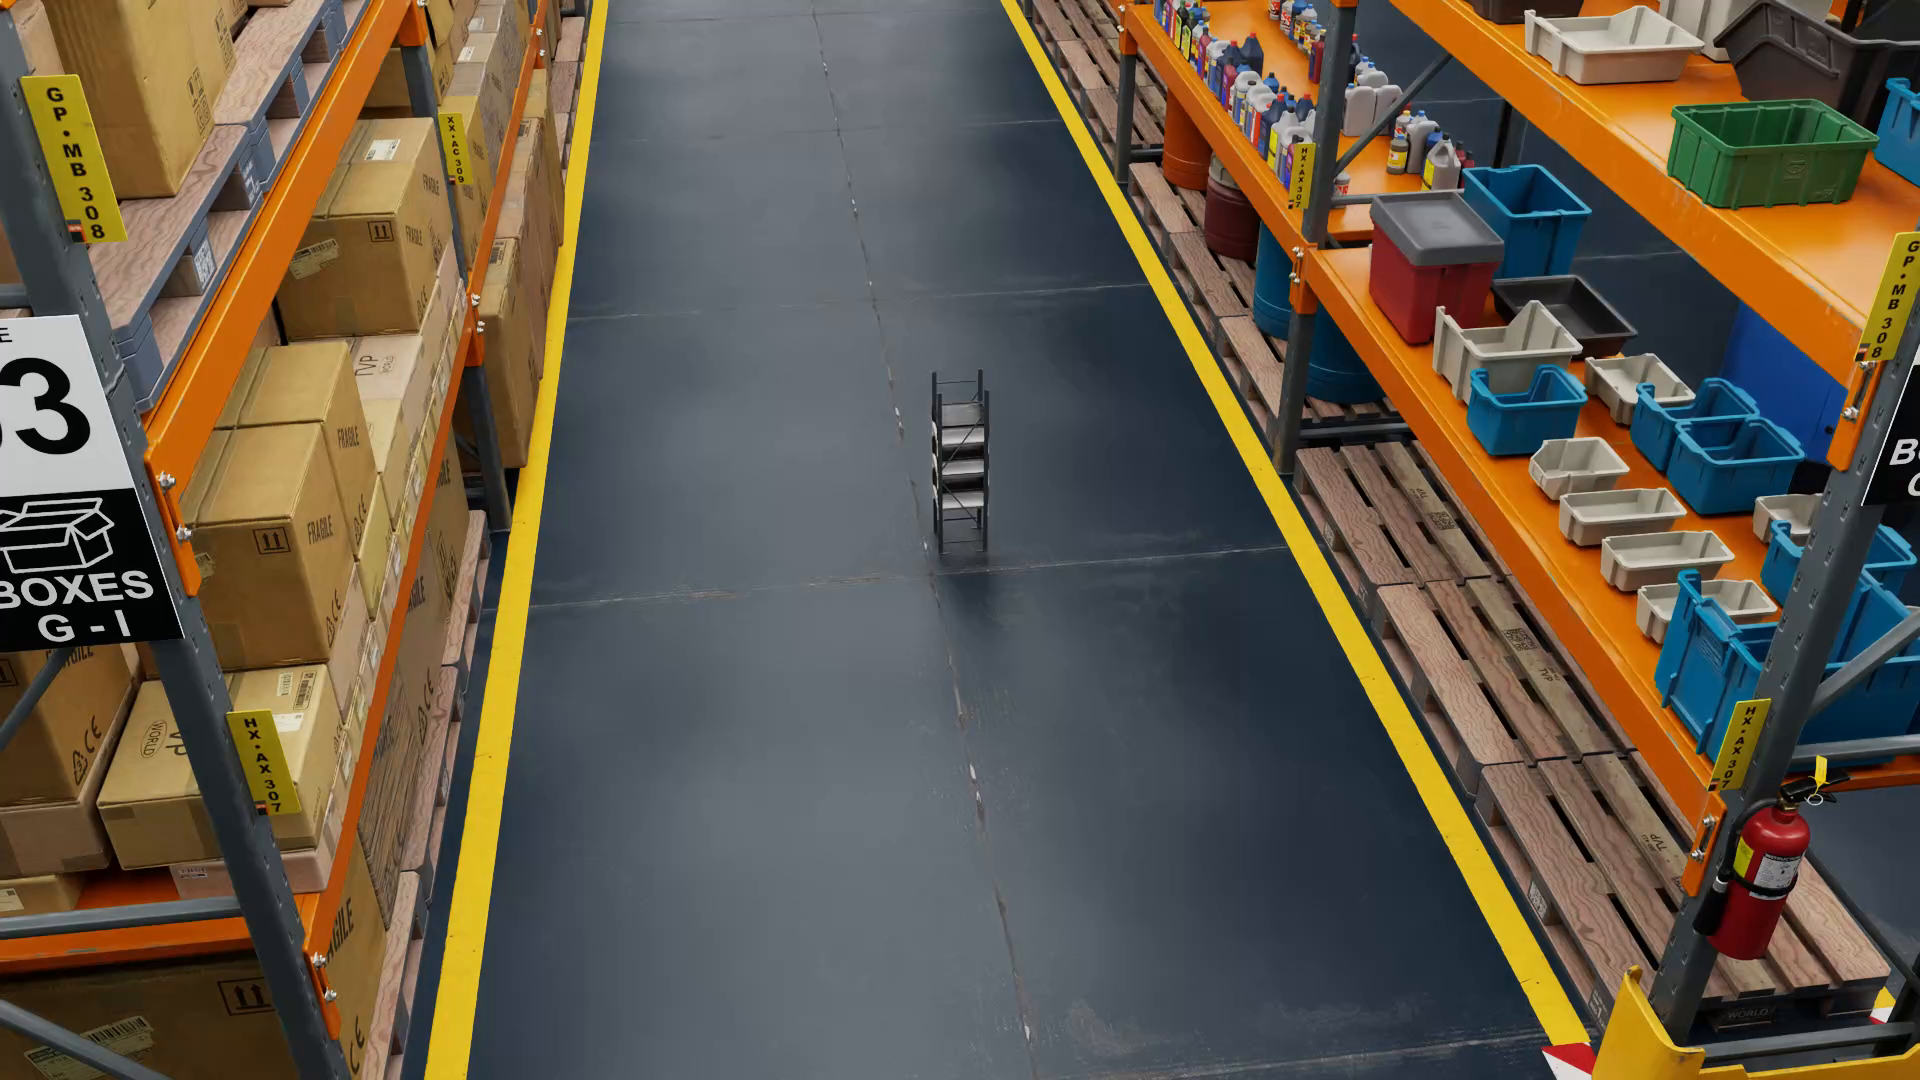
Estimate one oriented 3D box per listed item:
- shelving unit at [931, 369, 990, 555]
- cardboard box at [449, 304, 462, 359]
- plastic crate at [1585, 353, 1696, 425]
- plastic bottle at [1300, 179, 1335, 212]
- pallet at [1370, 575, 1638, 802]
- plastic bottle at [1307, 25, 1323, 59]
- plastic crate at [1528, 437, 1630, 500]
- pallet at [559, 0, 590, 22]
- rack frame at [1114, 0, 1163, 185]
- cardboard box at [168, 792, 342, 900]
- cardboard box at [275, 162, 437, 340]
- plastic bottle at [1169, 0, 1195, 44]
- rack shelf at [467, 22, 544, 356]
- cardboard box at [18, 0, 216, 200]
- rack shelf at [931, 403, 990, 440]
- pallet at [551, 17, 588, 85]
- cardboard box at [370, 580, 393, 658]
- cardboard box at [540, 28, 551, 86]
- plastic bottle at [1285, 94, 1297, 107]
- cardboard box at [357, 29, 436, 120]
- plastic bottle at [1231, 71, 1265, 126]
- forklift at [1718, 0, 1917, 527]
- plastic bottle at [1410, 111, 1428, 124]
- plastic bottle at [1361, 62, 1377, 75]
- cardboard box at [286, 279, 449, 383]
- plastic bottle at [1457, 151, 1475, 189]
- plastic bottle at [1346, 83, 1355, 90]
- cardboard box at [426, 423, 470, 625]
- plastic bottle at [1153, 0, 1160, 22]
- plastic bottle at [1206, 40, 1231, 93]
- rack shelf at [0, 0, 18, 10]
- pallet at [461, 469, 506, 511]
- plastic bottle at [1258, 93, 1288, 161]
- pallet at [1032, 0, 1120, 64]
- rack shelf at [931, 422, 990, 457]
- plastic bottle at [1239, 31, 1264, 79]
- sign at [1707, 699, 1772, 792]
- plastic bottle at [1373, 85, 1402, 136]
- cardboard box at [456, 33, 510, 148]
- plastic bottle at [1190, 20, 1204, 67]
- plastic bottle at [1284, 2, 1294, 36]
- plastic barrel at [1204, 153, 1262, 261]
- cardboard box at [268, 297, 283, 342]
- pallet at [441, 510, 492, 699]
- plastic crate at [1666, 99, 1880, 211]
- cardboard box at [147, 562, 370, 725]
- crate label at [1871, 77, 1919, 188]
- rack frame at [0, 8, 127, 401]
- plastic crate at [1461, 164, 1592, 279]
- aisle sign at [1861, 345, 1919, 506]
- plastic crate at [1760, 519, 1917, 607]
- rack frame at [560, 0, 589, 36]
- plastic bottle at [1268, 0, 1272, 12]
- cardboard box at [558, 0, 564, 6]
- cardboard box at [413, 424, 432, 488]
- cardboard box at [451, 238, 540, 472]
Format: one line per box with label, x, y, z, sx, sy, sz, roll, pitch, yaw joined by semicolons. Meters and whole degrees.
shelving unit;0.001;-0.367;7.990;0.258;0.900;0.210;-4;35;-6
cardboard box;-2.346;-0.877;7.096;0.380;0.149;0.250;-4;34;-5
plastic crate;2.693;-0.612;6.665;0.293;0.136;0.466;-4;35;-6
plastic bottle;1.788;-1.789;8.322;0.152;0.276;0.135;-4;35;-6
pallet;2.466;0.597;7.186;1.003;0.211;1.213;-4;35;-6
plastic bottle;2.207;-3.081;10.284;0.097;0.201;0.097;0;34;0
plastic crate;2.265;-0.250;6.134;0.298;0.136;0.250;-4;35;-6
pallet;-3.948;-4.954;15.332;1.003;0.211;1.213;-4;35;-6
rack frame;1.623;-3.877;11.276;1.000;3.000;0.127;-4;35;-6
cardboard box;-1.930;0.843;4.572;0.380;0.149;0.250;-4;34;-6
cardboard box;-2.357;-1.124;6.440;0.500;0.500;0.500;-4;34;-6
plastic bottle;1.423;-3.302;10.541;0.152;0.276;0.135;-4;35;-6
rack shelf;-3.016;-2.089;9.290;1.077;0.370;4.000;-4;35;-6
cardboard box;-2.288;-1.143;4.049;0.700;0.500;0.500;-6;35;-8
rack shelf;0.001;-0.563;7.857;0.258;0.077;0.200;-4;35;-6
pallet;-3.717;-4.147;14.148;1.003;0.211;1.213;-4;35;-6
cardboard box;-2.070;0.270;5.414;0.380;0.149;0.250;-5;35;-7
cardboard box;-3.565;-3.648;12.768;0.700;0.500;0.500;-2;34;-2
plastic bottle;1.792;-2.292;9.064;0.097;0.271;0.097;0;34;0
cardboard box;-2.841;-2.082;7.661;0.797;0.503;0.637;-5;35;-8
plastic bottle;1.622;-2.479;9.334;0.152;0.276;0.135;-4;35;-6
forklift;5.055;-2.063;8.675;1.130;2.935;3.031;21;39;27
plastic bottle;2.439;-2.150;8.855;0.097;0.271;0.097;0;34;0
plastic bottle;2.332;-2.592;9.504;0.097;0.271;0.097;0;34;0
cardboard box;-2.355;-0.816;6.652;0.500;0.250;0.500;-3;34;-5
plastic bottle;2.535;-1.834;8.381;0.061;0.283;0.133;-4;35;-6
plastic bottle;2.200;-2.476;9.397;0.097;0.201;0.097;0;34;0
cardboard box;-2.737;-0.191;7.381;0.875;0.875;0.875;-4;35;-6
plastic bottle;1.361;-3.560;10.920;0.152;0.276;0.135;-4;35;-6
plastic bottle;1.548;-2.786;9.785;0.152;0.276;0.135;-4;35;-6
rack shelf;-2.478;-2.170;4.438;1.077;0.370;4.000;-4;35;-6
pallet;-2.925;-0.542;8.858;1.003;0.211;1.213;-4;35;-6
plastic bottle;1.688;-2.216;8.882;0.144;0.351;0.185;-4;35;-6
pallet;1.229;-4.522;14.698;1.003;0.211;1.213;-4;35;-6
rack shelf;0.001;-0.489;7.907;0.258;0.077;0.200;-4;35;-6
plastic bottle;1.698;-2.814;9.759;0.144;0.351;0.185;-4;35;-6
sign;2.156;0.570;4.604;0.100;0.325;0.005;-4;35;-6
plastic bottle;2.352;-2.398;9.215;0.152;0.276;0.135;-4;35;-6
cardboard box;-2.771;-2.435;9.070;0.500;0.500;0.500;-4;34;-5
plastic bottle;1.461;-3.030;10.147;0.097;0.271;0.097;0;34;0
plastic bottle;2.142;-3.353;10.683;0.097;0.201;0.097;0;34;0
plastic barrel;1.858;-2.152;10.513;0.600;0.588;0.708;-4;35;-6
cardboard box;-2.877;-1.079;6.372;0.500;0.500;0.500;-4;35;-6
pallet;-2.722;0.313;7.604;1.003;0.211;1.213;-4;35;-6
plastic crate;2.283;-1.094;4.716;0.450;0.188;0.336;-4;35;-6
cardboard box;-2.082;0.323;4.981;0.500;0.250;0.500;-5;35;-7
crate label;2.895;-1.130;4.713;0.408;0.251;0.502;-4;35;-6
rack frame;-2.209;-1.517;2.485;1.000;3.000;0.127;-4;35;-6
plastic crate;2.562;-1.428;7.643;0.392;0.384;0.575;-4;35;-6
aisle sign;2.418;-0.425;3.901;0.394;0.787;0.004;-4;35;-6
plastic crate;2.904;0.101;5.533;0.416;0.233;0.300;-4;35;-6
rack frame;-3.823;-5.734;14.001;1.000;3.000;0.127;-4;35;-6
plastic bottle;2.100;-3.635;11.025;0.061;0.283;0.133;-4;35;-6
cardboard box;-3.837;-5.101;14.918;0.500;0.500;0.500;-5;35;-8
cardboard box;-2.208;-0.304;6.255;0.380;0.149;0.250;-5;35;-7
cardboard box;-2.853;-0.921;8.452;1.225;0.875;0.875;-4;35;-6
